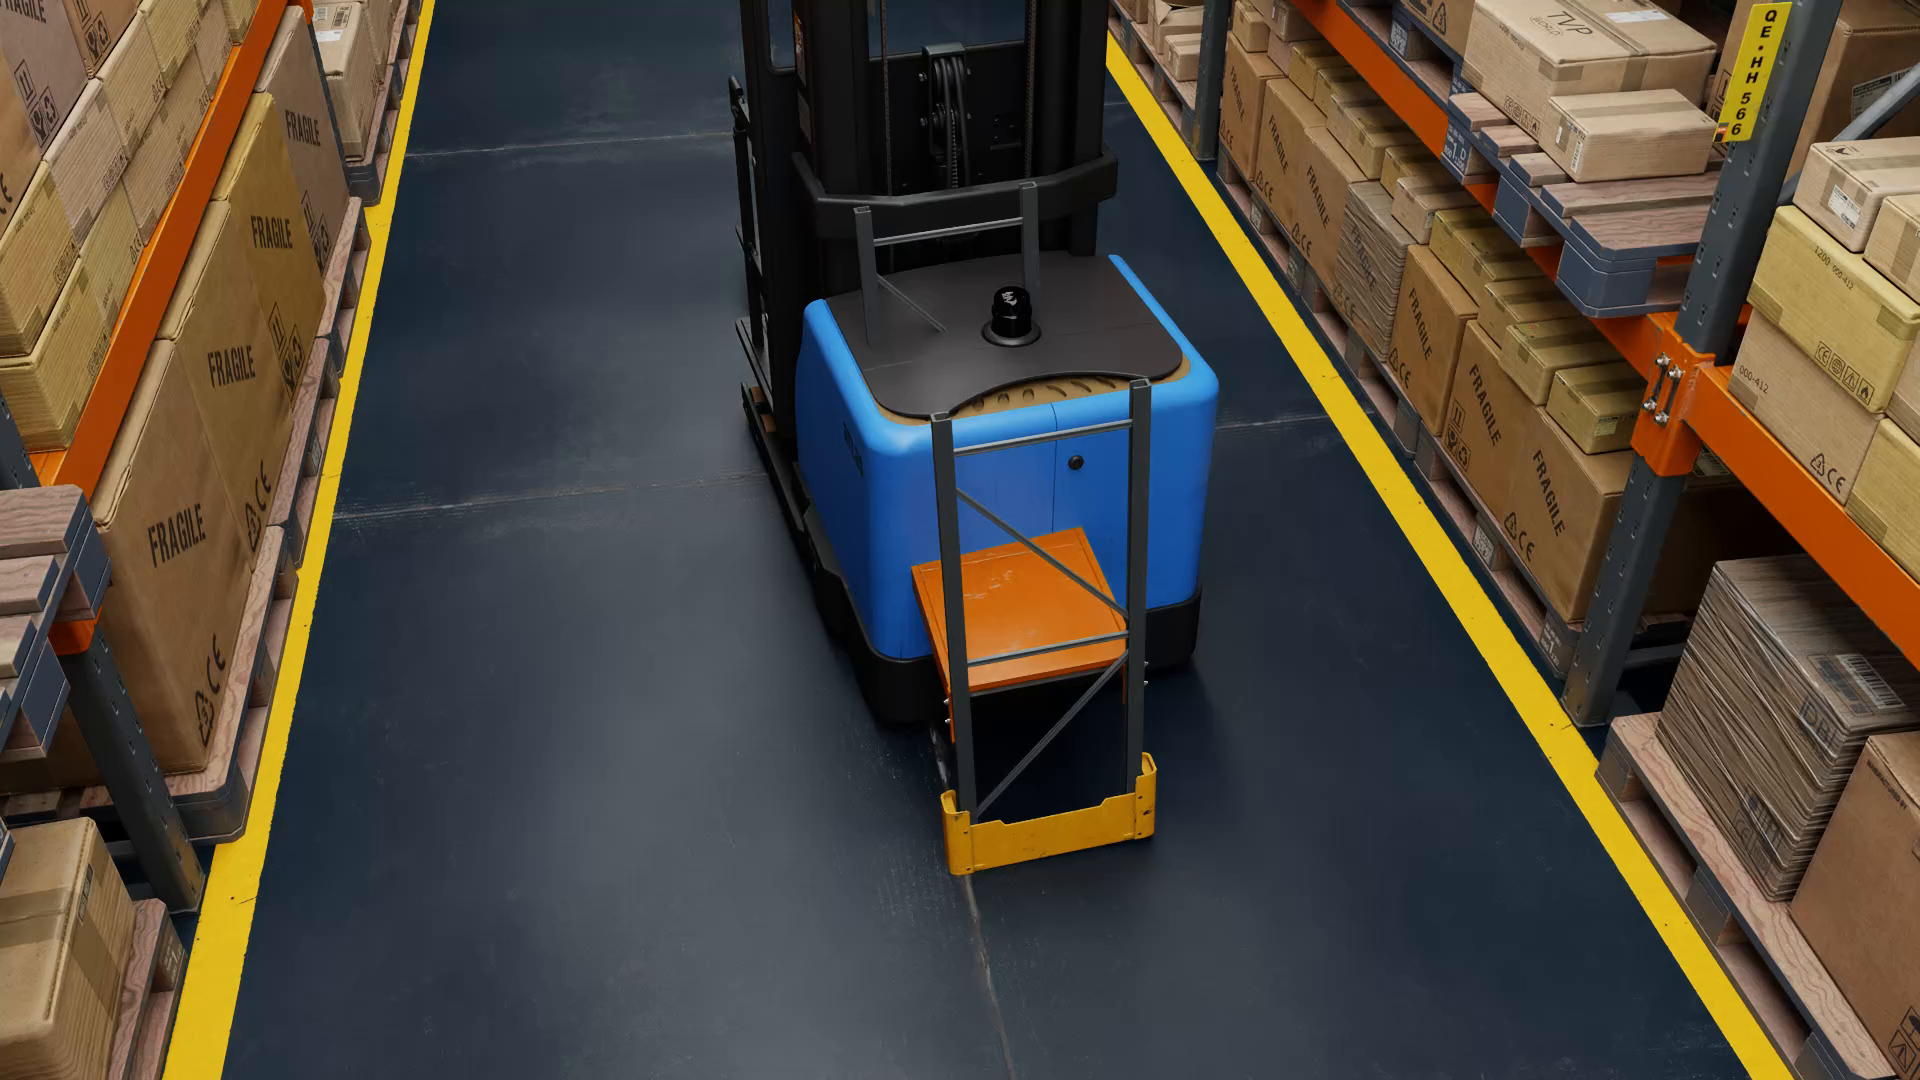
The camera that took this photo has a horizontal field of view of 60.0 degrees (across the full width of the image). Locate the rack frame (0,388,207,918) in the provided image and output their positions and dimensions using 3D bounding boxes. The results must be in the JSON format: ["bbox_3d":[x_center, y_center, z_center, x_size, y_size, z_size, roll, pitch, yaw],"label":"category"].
[{"bbox_3d":[-2.544,-0.165,3.518,1.000,3.000,0.127,-6,38,-8],"label":"rack frame"}]

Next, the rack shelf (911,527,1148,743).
[{"bbox_3d":[0.118,0.110,4.656,0.538,0.185,1.000,-10,39,-8],"label":"rack shelf"}]

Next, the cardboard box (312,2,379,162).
[{"bbox_3d":[-3.250,-2.126,7.788,0.875,0.438,0.875,-7,38,-9],"label":"cardboard box"}]

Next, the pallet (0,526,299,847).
[{"bbox_3d":[-2.609,0.452,4.997,1.003,0.211,1.213,-6,38,-8],"label":"pallet"}]

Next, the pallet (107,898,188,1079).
[{"bbox_3d":[-2.409,1.408,3.765,1.003,0.211,1.213,-6,38,-8],"label":"pallet"}]

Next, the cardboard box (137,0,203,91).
[{"bbox_3d":[-2.631,-1.558,5.026,0.500,0.250,0.500,-6,38,-7],"label":"cardboard box"}]

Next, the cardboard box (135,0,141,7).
[{"bbox_3d":[-2.647,-1.842,4.779,0.500,0.500,0.500,-6,38,-7],"label":"cardboard box"}]

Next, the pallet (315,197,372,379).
[{"bbox_3d":[-3.036,-1.022,6.894,1.003,0.211,1.213,-6,38,-8],"label":"pallet"}]

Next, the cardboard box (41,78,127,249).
[{"bbox_3d":[-2.480,-0.948,4.240,0.500,0.250,0.500,-5,38,-7],"label":"cardboard box"}]

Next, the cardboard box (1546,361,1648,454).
[{"bbox_3d":[2.006,-0.407,4.996,0.380,0.149,0.250,-8,39,-10],"label":"cardboard box"}]

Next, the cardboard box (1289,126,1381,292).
[{"bbox_3d":[1.690,-1.357,6.747,0.500,0.500,0.500,-7,38,-9],"label":"cardboard box"}]

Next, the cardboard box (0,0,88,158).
[{"bbox_3d":[-2.487,-1.222,3.982,0.500,0.500,0.500,-6,38,-8],"label":"cardboard box"}]

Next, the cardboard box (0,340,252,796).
[{"bbox_3d":[-2.584,0.082,4.589,0.875,0.875,0.875,-7,38,-8],"label":"cardboard box"}]

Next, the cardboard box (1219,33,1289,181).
[{"bbox_3d":[1.504,-1.980,7.548,0.500,0.500,0.500,-5,38,-6],"label":"cardboard box"}]

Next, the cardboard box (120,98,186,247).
[{"bbox_3d":[-2.576,-1.054,4.784,0.500,0.250,0.500,-5,38,-6],"label":"cardboard box"}]

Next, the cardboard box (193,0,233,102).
[{"bbox_3d":[-2.761,-1.664,5.569,0.500,0.250,0.500,-7,38,-9],"label":"cardboard box"}]

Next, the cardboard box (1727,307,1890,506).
[{"bbox_3d":[2.179,-0.348,3.875,0.500,0.250,0.500,-6,38,-8],"label":"cardboard box"}]

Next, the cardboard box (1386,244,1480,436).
[{"bbox_3d":[1.884,-0.732,5.942,0.500,0.500,0.500,-5,38,-6],"label":"cardboard box"}]

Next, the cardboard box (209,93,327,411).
[{"bbox_3d":[-2.892,-0.997,5.978,0.875,0.875,0.875,-5,38,-7],"label":"cardboard box"}]

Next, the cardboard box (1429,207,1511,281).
[{"bbox_3d":[1.879,-1.047,5.820,0.380,0.149,0.250,-7,38,-9],"label":"cardboard box"}]

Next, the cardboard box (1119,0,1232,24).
[{"bbox_3d":[1.247,-3.185,9.100,0.700,0.500,0.500,-8,38,-10],"label":"cardboard box"}]

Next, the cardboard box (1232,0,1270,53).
[{"bbox_3d":[1.441,-2.307,7.441,0.380,0.149,0.250,-5,38,-6],"label":"cardboard box"}]

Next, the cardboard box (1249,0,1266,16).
[{"bbox_3d":[1.501,-2.431,7.358,0.380,0.149,0.250,-7,38,-9],"label":"cardboard box"}]

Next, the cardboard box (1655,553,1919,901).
[{"bbox_3d":[2.438,0.449,4.321,0.875,0.625,0.625,-5,38,-7],"label":"cardboard box"}]

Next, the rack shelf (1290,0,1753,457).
[{"bbox_3d":[1.991,-1.625,5.983,1.077,0.370,4.000,-6,38,-8],"label":"rack shelf"}]

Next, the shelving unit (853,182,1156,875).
[{"bbox_3d":[0.107,-0.036,4.551,0.587,1.500,1.083,-10,39,-8],"label":"shelving unit"}]

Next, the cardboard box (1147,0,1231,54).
[{"bbox_3d":[1.191,-2.724,8.698,0.396,0.266,0.258,-5,38,-6],"label":"cardboard box"}]

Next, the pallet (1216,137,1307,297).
[{"bbox_3d":[1.820,-1.529,7.546,1.003,0.211,1.213,-6,38,-8],"label":"pallet"}]

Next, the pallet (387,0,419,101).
[{"bbox_3d":[-3.519,-2.686,9.036,1.003,0.211,1.213,-6,38,-8],"label":"pallet"}]

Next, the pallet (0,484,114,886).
[{"bbox_3d":[-2.315,0.330,3.037,1.213,0.211,1.003,-6,38,-8],"label":"pallet"}]

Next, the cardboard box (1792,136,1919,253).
[{"bbox_3d":[2.108,-0.773,3.689,0.380,0.149,0.250,-5,38,-7],"label":"cardboard box"}]

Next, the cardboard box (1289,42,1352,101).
[{"bbox_3d":[1.622,-1.994,7.038,0.380,0.149,0.250,-8,39,-10],"label":"cardboard box"}]

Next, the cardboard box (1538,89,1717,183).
[{"bbox_3d":[1.849,-1.123,4.614,0.380,0.149,0.250,-6,38,-7],"label":"cardboard box"}]

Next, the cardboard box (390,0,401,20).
[{"bbox_3d":[-3.564,-3.211,9.185,0.875,0.438,0.875,-5,38,-7],"label":"cardboard box"}]

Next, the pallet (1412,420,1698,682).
[{"bbox_3d":[2.248,-0.055,5.649,1.003,0.211,1.213,-6,38,-8],"label":"pallet"}]

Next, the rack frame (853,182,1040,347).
[{"bbox_3d":[0.000,-0.336,4.936,0.500,1.500,0.032,-10,39,-8],"label":"rack frame"}]

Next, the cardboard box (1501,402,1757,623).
[{"bbox_3d":[2.056,-0.112,5.145,0.500,0.500,0.500,-5,38,-7],"label":"cardboard box"}]

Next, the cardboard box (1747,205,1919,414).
[{"bbox_3d":[2.154,-0.543,3.718,0.500,0.250,0.500,-6,38,-8],"label":"cardboard box"}]

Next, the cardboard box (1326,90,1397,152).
[{"bbox_3d":[1.691,-1.675,6.628,0.380,0.149,0.250,-6,38,-8],"label":"cardboard box"}]

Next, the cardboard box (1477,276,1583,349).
[{"bbox_3d":[1.925,-0.733,5.414,0.380,0.149,0.250,-7,38,-9],"label":"cardboard box"}]

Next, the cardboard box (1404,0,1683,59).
[{"bbox_3d":[1.873,-1.874,5.291,0.797,0.503,0.637,-7,38,-9],"label":"cardboard box"}]

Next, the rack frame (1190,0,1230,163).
[{"bbox_3d":[1.640,-3.117,7.318,1.000,3.000,0.127,-6,38,-8],"label":"rack frame"}]

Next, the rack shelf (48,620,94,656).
[{"bbox_3d":[-2.194,1.327,2.183,1.077,0.370,4.000,-6,38,-8],"label":"rack shelf"}]

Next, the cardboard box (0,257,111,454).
[{"bbox_3d":[-2.383,-0.429,3.979,0.500,0.250,0.500,-7,38,-9],"label":"cardboard box"}]

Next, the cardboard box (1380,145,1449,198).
[{"bbox_3d":[1.808,-1.365,6.229,0.380,0.149,0.250,-6,38,-8],"label":"cardboard box"}]

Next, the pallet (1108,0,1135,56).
[{"bbox_3d":[1.304,-3.169,9.658,1.003,0.211,1.213,-6,38,-8],"label":"pallet"}]

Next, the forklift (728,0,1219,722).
[{"bbox_3d":[-0.187,-1.526,5.325,1.130,2.935,3.031,-11,39,-14],"label":"forklift"}]

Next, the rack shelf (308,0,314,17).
[{"bbox_3d":[-3.596,-3.505,8.403,1.077,0.370,4.000,-6,38,-8],"label":"rack shelf"}]
